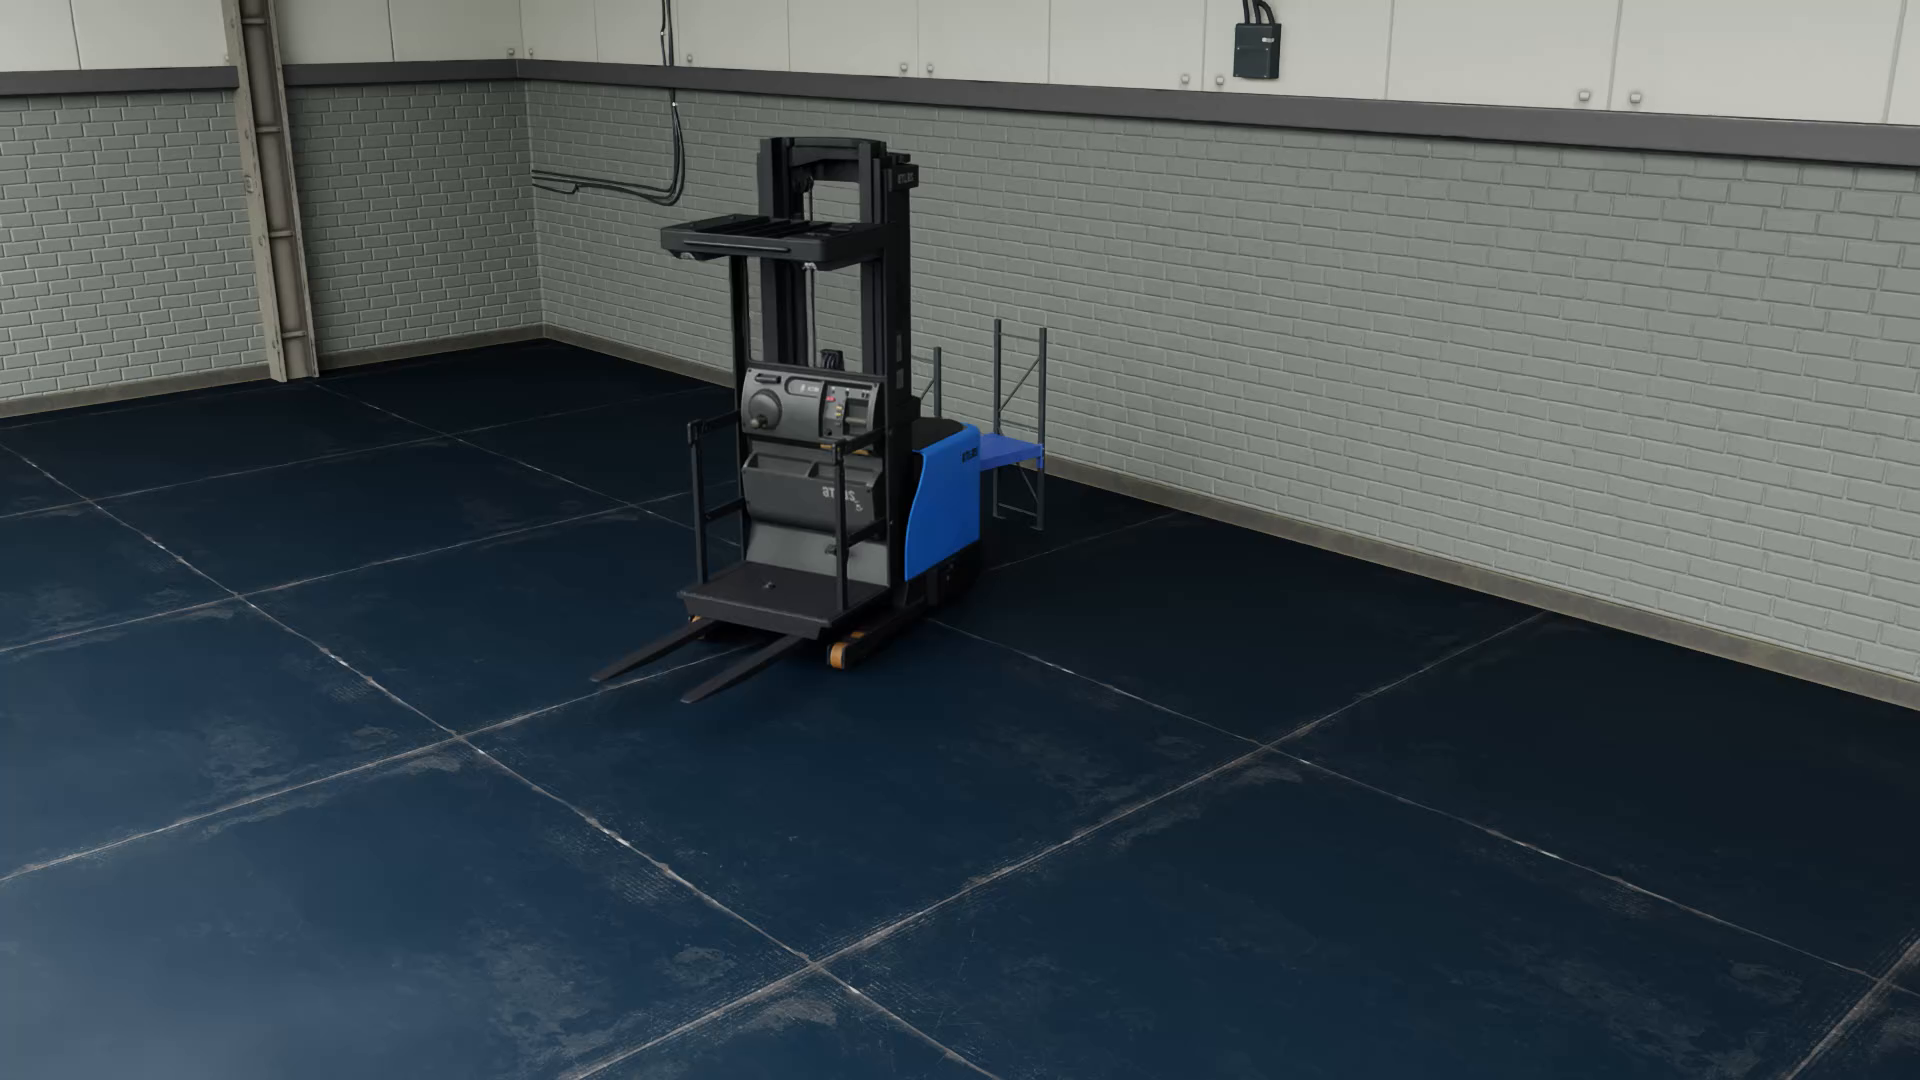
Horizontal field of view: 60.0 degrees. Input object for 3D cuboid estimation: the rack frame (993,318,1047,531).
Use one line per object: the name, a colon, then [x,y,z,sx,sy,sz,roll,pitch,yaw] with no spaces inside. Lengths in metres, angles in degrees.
rack frame: [0.431,-0.839,12.141,0.032,1.500,0.500,-16,24,-41]

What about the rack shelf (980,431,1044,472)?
rack shelf: [0.062,-0.560,11.865,1.000,0.185,0.538,-16,24,-41]

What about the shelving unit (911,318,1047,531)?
shelving unit: [0.062,-0.732,11.809,1.048,1.500,0.538,-16,24,-41]

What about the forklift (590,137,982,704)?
forklift: [-0.990,-0.795,9.686,1.130,2.935,3.031,9,20,27]

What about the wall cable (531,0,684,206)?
wall cable: [-3.821,-4.815,17.279,0.112,2.526,3.097,-16,24,-41]

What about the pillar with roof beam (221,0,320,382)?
pillar with roof beam: [-3.913,-4.999,12.813,0.400,9.000,9.100,-16,24,-41]

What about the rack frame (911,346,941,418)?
rack frame: [-0.307,-0.624,11.477,0.032,1.500,0.500,-16,24,-41]

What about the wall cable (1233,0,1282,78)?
wall cable: [2.689,-5.779,9.704,0.169,6.003,2.305,-16,24,-41]
